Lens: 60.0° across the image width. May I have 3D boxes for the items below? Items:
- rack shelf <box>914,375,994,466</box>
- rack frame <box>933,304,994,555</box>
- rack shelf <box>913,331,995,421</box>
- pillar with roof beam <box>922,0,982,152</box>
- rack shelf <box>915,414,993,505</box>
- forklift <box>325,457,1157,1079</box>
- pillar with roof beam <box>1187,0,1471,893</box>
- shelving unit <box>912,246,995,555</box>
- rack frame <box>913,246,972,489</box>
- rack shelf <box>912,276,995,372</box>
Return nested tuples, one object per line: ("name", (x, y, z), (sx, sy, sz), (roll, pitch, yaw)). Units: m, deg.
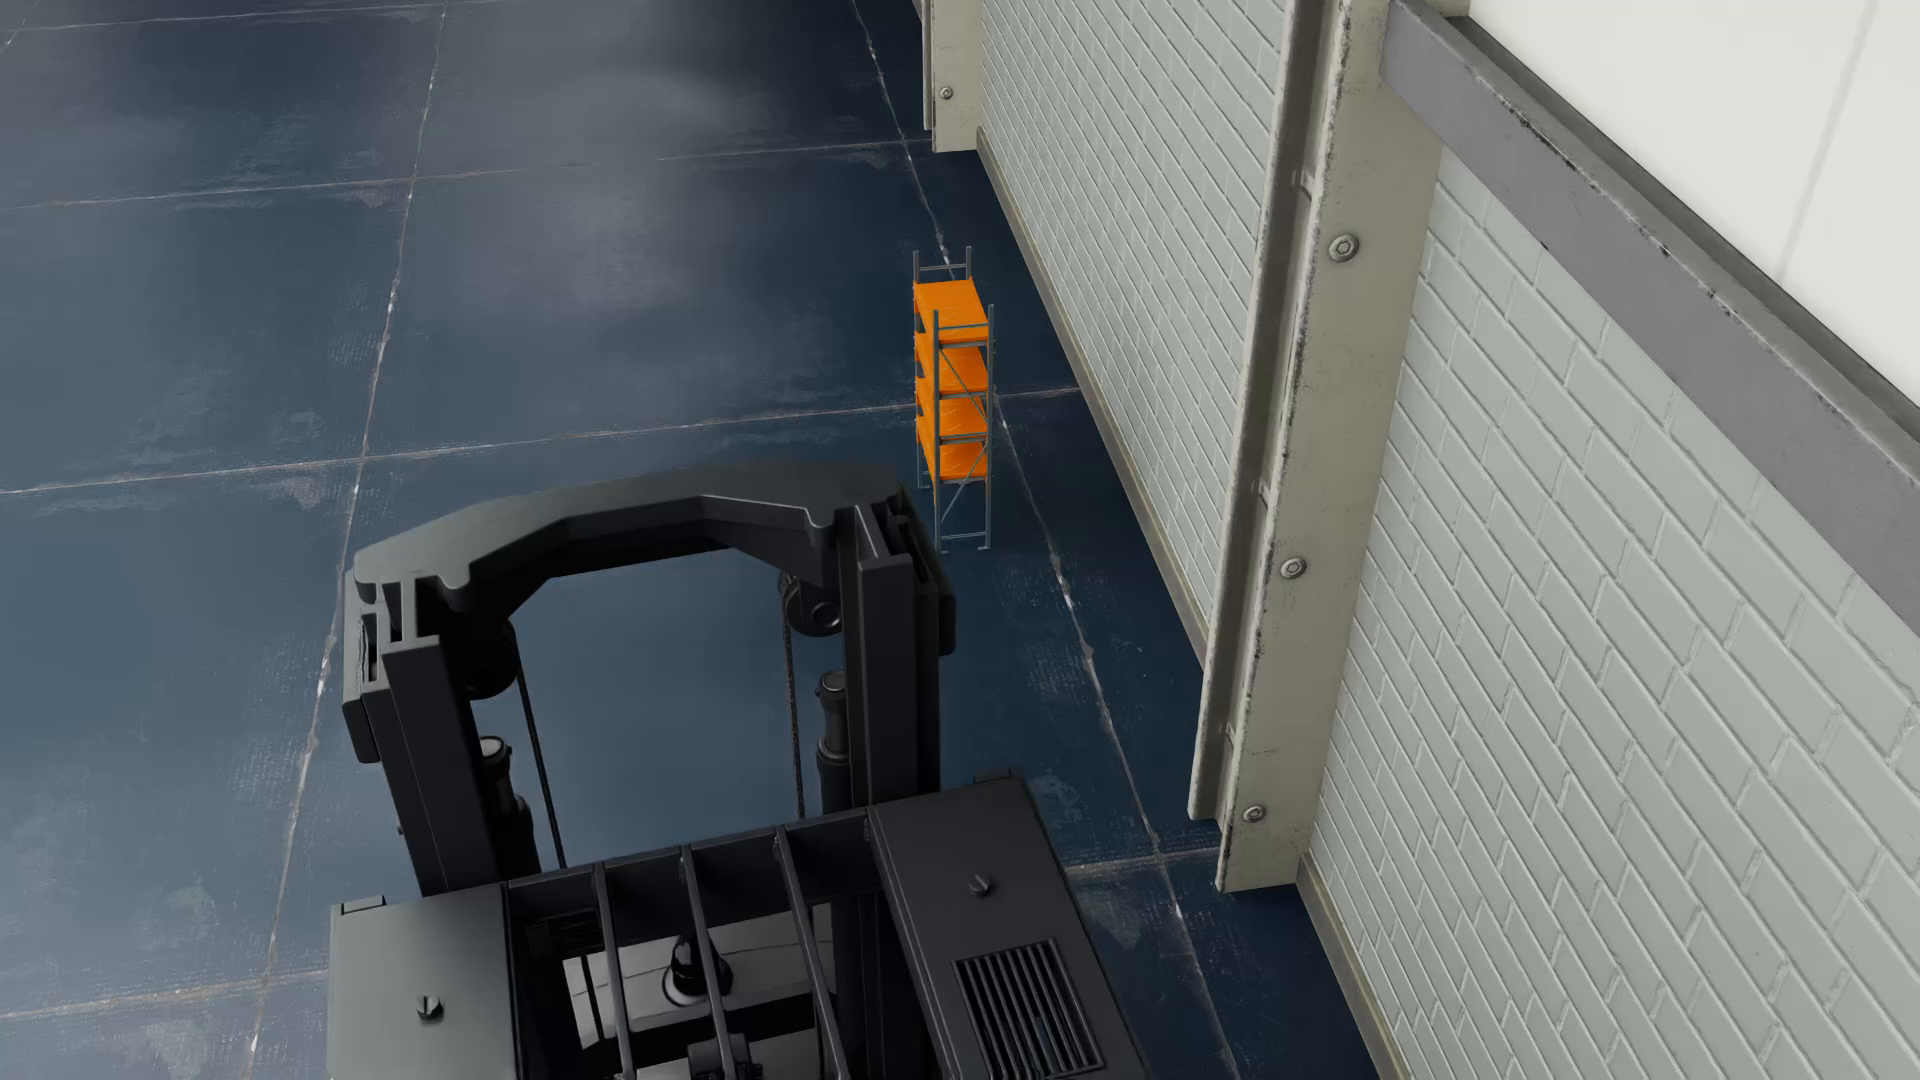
("rack shelf", (-0.029, -0.521, 7.052), (0.258, 0.148, 0.480), (-6, 38, -8))
("rack frame", (0.014, -0.426, 6.821), (0.240, 1.200, 0.015), (-6, 38, -8))
("rack shelf", (-0.029, -0.697, 6.915), (0.258, 0.148, 0.480), (-6, 38, -8))
("pillar with roof beam", (-4.285, -5.642, 7.177), (9.100, 9.000, 0.400), (-6, 38, -8))
("rack shelf", (-0.029, -0.364, 7.174), (0.258, 0.148, 0.480), (-6, 38, -8))
("forklift", (-0.339, 1.447, 2.998), (1.130, 2.935, 3.031), (-10, 39, -12))
("pillar with roof beam", (-3.233, -2.018, 2.512), (9.100, 9.000, 0.400), (-6, 38, -8))
("shelving unit", (-0.029, -0.574, 7.011), (0.258, 1.200, 0.503), (-6, 38, -8))
("rack frame", (-0.072, -0.721, 7.200), (0.240, 1.200, 0.015), (-6, 38, -8))
("rack shelf", (-0.029, -0.884, 6.770), (0.258, 0.148, 0.480), (-6, 38, -8))
